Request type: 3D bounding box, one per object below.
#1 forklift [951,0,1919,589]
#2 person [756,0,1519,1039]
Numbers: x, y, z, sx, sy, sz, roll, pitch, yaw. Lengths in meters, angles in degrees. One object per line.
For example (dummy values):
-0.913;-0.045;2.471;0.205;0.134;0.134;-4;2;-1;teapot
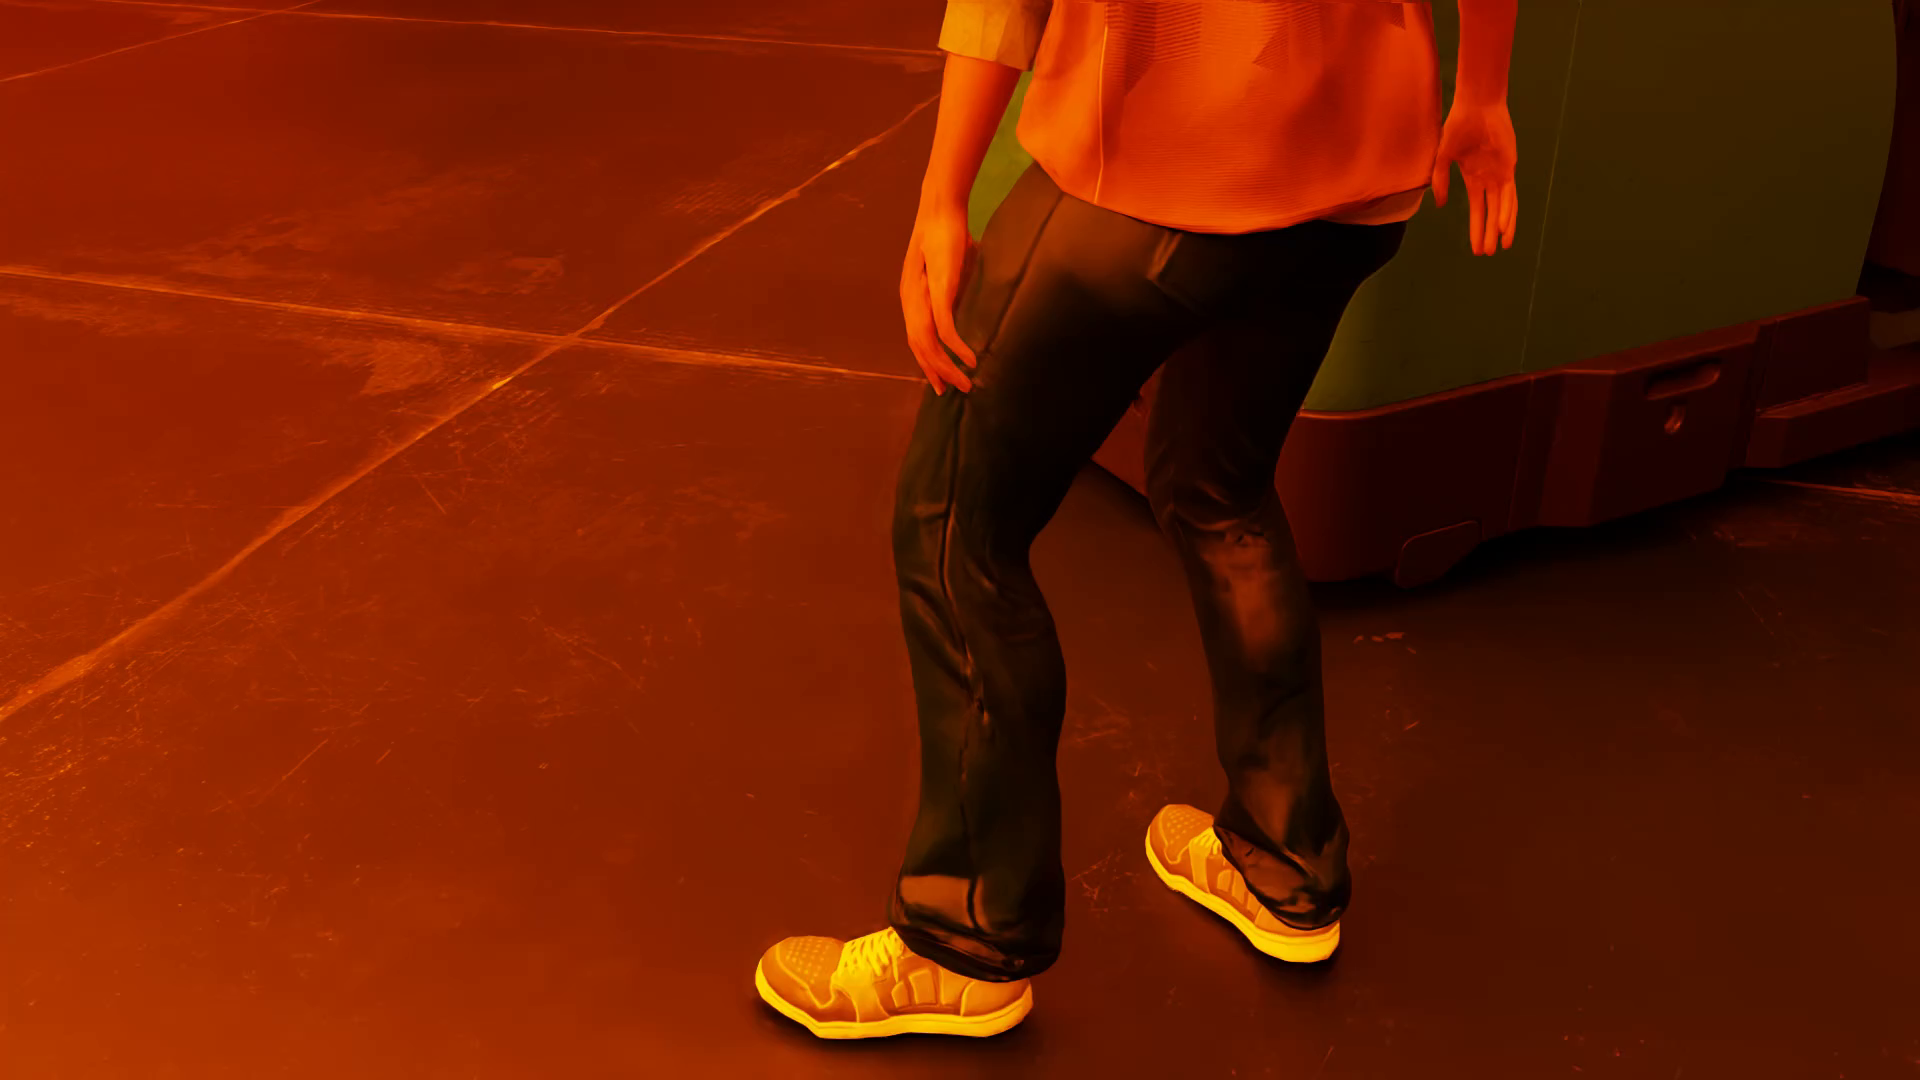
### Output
1.527;-1.701;2.608;3.031;2.935;1.130;-14;30;-25;forklift
0.172;-0.285;1.363;0.723;1.556;0.374;-20;33;-34;person
